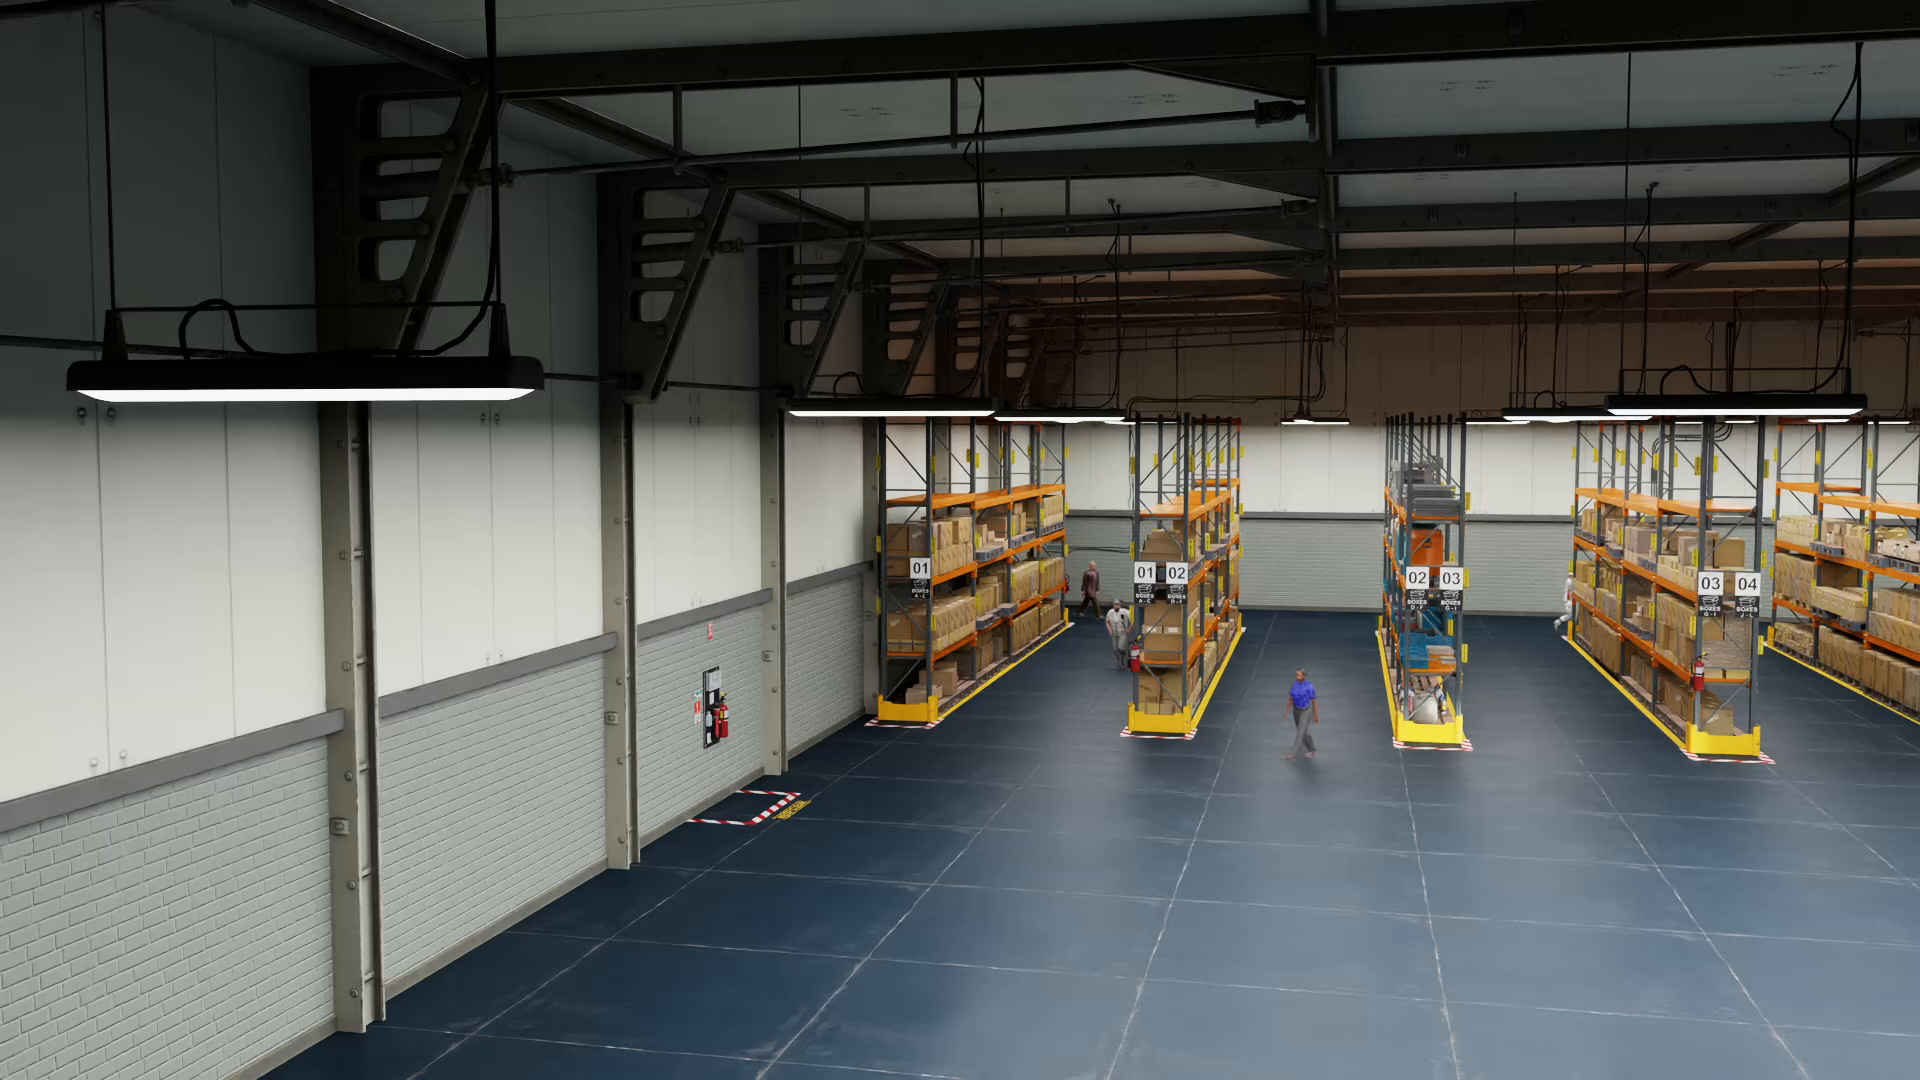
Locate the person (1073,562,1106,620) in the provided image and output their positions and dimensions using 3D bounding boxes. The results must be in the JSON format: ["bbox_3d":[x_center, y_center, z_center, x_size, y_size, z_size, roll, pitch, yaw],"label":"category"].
[{"bbox_3d":[3.897,1.508,49.671,1.206,1.718,0.557,2,4,30],"label":"person"}]

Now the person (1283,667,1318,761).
[{"bbox_3d":[5.798,3.009,28.481,1.045,1.535,0.474,-3,5,-35],"label":"person"}]

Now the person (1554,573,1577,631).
[{"bbox_3d":[16.831,1.710,46.107,0.598,1.782,0.612,2,4,31],"label":"person"}]

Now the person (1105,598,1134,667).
[{"bbox_3d":[3.815,2.205,39.566,0.704,1.693,0.730,2,4,22],"label":"person"}]
